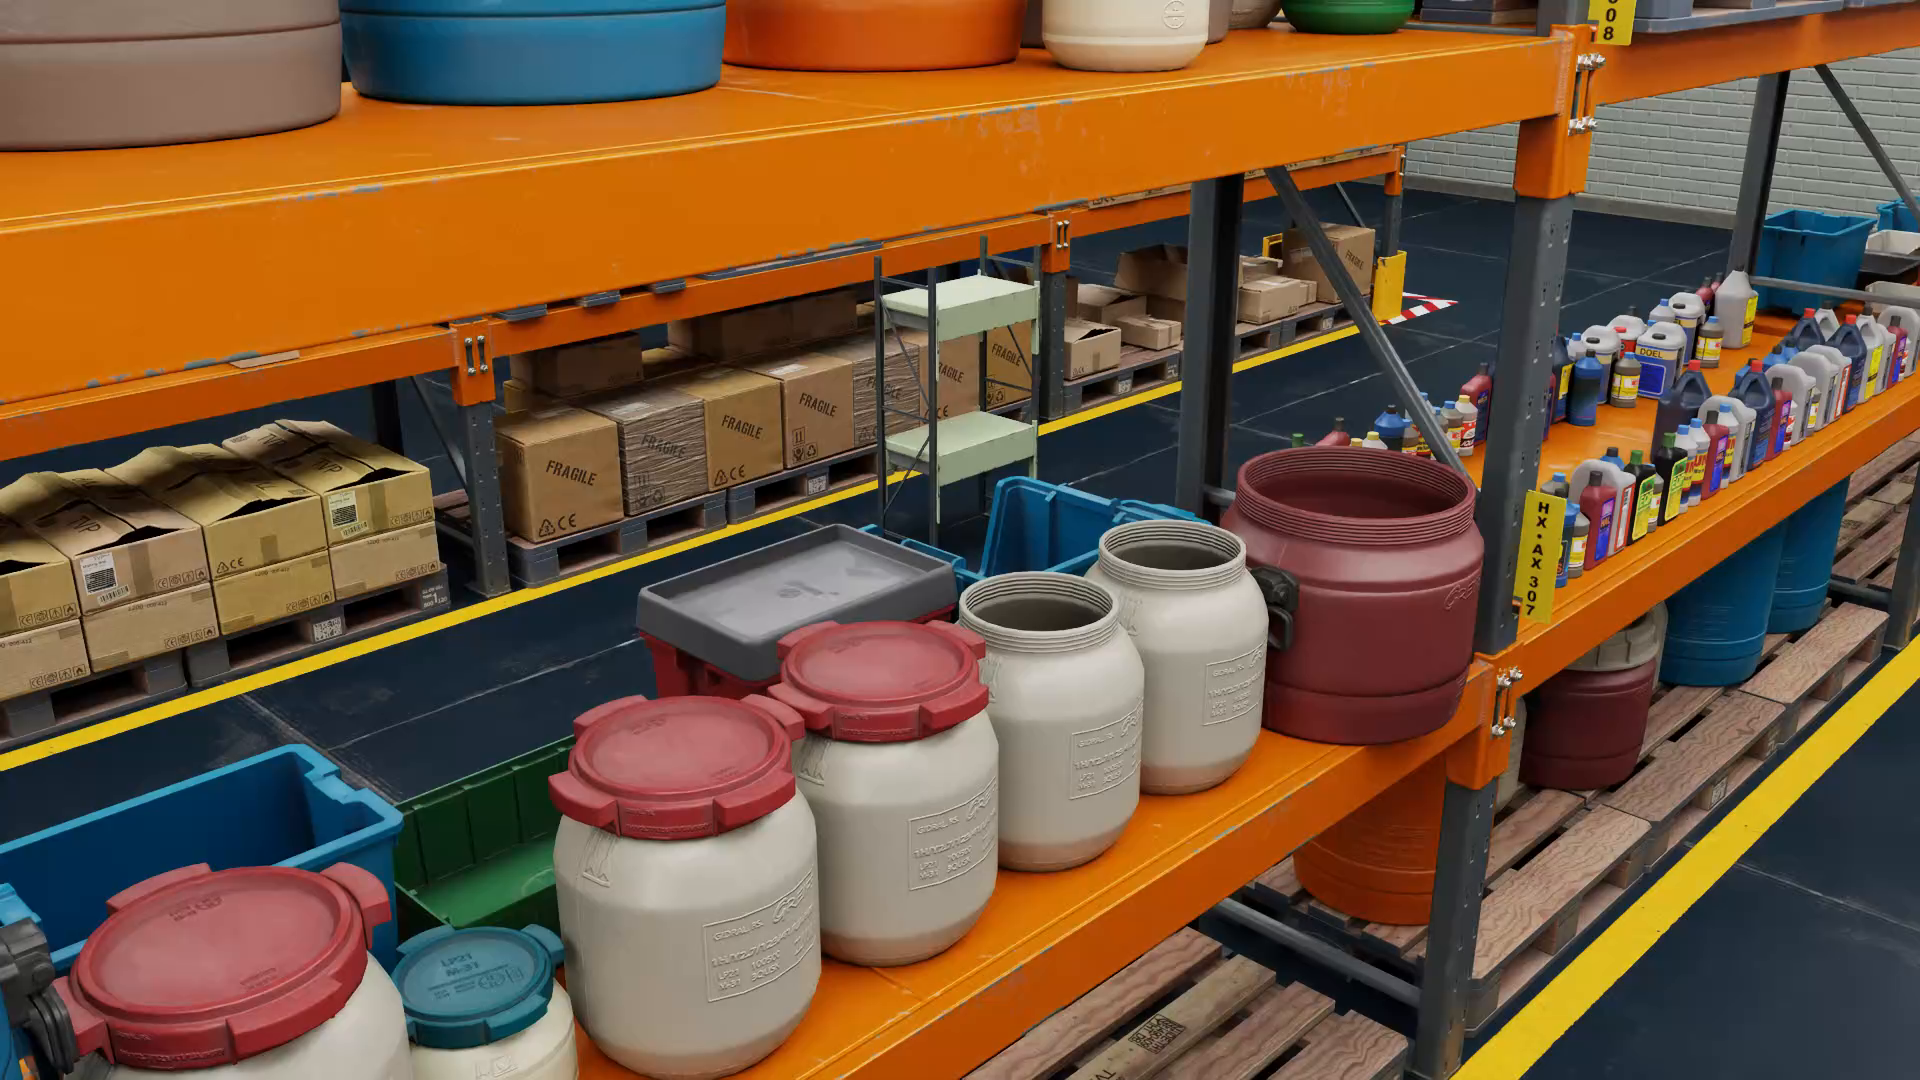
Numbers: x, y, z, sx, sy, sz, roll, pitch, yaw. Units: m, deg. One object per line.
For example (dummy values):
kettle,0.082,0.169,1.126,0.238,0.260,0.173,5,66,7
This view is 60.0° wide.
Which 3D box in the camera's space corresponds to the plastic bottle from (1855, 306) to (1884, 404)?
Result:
plastic bottle,3.395,-0.704,6.294,0.144,0.351,0.185,19,28,41

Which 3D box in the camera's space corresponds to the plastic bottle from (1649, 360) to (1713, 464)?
plastic bottle,2.423,-0.424,5.566,0.144,0.351,0.185,19,28,41

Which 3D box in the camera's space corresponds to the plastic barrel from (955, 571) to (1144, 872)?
plastic barrel,0.153,0.357,3.309,0.421,0.512,0.421,0,21,0

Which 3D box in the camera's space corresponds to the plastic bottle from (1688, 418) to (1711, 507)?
plastic bottle,2.290,-0.248,5.217,0.097,0.271,0.097,0,21,0

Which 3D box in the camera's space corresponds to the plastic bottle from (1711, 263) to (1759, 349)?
plastic bottle,3.296,-1.002,7.070,0.144,0.351,0.185,19,28,41

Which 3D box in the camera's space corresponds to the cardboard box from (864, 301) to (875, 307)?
cardboard box,-0.257,-1.261,10.545,0.500,0.500,0.500,18,27,38

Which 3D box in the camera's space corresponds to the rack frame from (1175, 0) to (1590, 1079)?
rack frame,1.011,-0.017,4.437,1.000,3.000,0.127,19,28,41

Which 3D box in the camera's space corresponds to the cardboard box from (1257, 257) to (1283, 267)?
cardboard box,2.507,-2.167,13.392,0.380,0.149,0.250,19,28,41

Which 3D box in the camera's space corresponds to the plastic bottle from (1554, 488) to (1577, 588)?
plastic bottle,1.645,-0.010,4.599,0.097,0.271,0.097,0,21,0

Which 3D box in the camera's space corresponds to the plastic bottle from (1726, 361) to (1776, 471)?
plastic bottle,2.626,-0.421,5.557,0.144,0.351,0.185,19,28,41

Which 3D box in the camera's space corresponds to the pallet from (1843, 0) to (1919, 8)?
pallet,2.536,-1.839,5.260,1.003,0.211,1.213,19,28,41

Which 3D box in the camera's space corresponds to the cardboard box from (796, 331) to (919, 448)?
cardboard box,-0.585,-0.872,9.533,0.500,0.500,0.500,20,29,41

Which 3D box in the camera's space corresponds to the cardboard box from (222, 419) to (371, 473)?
cardboard box,-3.111,-0.371,7.824,0.500,0.311,0.500,-19,28,-40

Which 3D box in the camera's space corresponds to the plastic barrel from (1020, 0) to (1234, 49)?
plastic barrel,0.283,-1.494,3.401,0.600,0.901,0.600,0,21,0

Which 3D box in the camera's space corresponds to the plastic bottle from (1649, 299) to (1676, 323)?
plastic bottle,2.850,-0.844,6.770,0.097,0.271,0.097,0,21,0

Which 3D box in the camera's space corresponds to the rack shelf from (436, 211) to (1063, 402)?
rack shelf,-1.140,-1.436,9.132,1.077,0.370,4.000,19,28,41

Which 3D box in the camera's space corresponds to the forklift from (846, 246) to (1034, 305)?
forklift,-0.770,-3.017,12.339,3.031,2.935,1.130,-14,25,-32

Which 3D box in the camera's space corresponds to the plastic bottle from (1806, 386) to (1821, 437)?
plastic bottle,2.996,-0.475,5.907,0.097,0.201,0.097,0,21,0

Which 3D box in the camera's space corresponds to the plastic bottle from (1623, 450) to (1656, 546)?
plastic bottle,1.993,-0.135,4.907,0.061,0.283,0.133,19,28,41

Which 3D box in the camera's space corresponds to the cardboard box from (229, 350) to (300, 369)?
cardboard box,-2.965,-0.840,6.929,0.380,0.149,0.250,19,28,41

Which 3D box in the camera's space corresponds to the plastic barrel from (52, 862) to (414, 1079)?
plastic barrel,-0.955,0.757,2.235,0.433,0.535,0.433,0,21,0

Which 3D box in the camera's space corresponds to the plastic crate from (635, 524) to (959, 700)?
plastic crate,-0.335,0.292,3.545,0.402,0.464,0.583,19,28,41

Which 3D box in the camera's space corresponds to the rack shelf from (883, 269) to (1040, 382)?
rack shelf,-0.005,-1.063,8.161,0.431,0.370,0.720,19,28,41

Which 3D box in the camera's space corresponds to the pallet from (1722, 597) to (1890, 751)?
pallet,3.233,0.444,7.124,1.003,0.211,1.213,19,28,41

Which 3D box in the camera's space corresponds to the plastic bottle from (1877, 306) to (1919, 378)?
plastic bottle,3.758,-0.805,6.661,0.152,0.276,0.135,19,28,41

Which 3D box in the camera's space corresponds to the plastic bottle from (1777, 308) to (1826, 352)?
plastic bottle,3.162,-0.692,6.264,0.144,0.351,0.185,19,28,41

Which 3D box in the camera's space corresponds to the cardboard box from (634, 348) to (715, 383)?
cardboard box,-1.690,-0.728,9.159,0.500,0.500,0.500,18,27,39

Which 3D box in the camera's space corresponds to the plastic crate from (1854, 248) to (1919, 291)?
plastic crate,4.390,-1.300,8.075,0.437,0.125,0.590,19,28,41

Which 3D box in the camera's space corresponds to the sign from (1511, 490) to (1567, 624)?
sign,1.410,0.043,4.055,0.100,0.325,0.005,19,28,41

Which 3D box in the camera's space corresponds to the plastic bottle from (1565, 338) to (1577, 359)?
plastic bottle,2.229,-0.616,6.175,0.097,0.271,0.097,0,21,0

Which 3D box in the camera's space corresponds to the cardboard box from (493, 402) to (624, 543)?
cardboard box,-2.013,-0.342,8.153,0.500,0.500,0.500,-19,28,-40

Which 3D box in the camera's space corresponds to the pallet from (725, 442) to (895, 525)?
pallet,-1.136,-0.450,9.452,1.003,0.211,1.213,19,28,41

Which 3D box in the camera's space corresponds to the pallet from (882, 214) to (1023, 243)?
pallet,-0.381,-2.018,9.912,1.003,0.211,1.213,19,28,41

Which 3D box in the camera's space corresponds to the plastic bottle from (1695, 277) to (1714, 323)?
plastic bottle,3.147,-0.969,7.077,0.061,0.283,0.133,19,28,41

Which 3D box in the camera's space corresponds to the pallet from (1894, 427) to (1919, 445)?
pallet,5.989,-0.569,9.762,1.003,0.211,1.213,19,28,41

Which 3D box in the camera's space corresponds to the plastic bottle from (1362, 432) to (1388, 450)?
plastic bottle,1.310,-0.244,5.306,0.097,0.201,0.097,0,21,0

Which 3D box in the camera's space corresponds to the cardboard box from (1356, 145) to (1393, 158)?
cardboard box,2.928,-3.177,12.521,0.500,0.500,0.500,-19,28,-40

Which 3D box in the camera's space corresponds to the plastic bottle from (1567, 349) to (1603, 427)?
plastic bottle,2.265,-0.555,6.016,0.097,0.271,0.097,0,21,0

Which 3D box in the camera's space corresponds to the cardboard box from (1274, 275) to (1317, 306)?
cardboard box,2.496,-1.914,12.709,0.380,0.166,0.250,19,28,41

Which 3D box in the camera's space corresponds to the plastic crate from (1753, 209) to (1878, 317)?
plastic crate,3.883,-1.271,7.639,0.392,0.384,0.575,19,28,41

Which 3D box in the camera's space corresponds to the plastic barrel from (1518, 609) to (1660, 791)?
plastic barrel,2.128,0.492,5.888,0.600,0.588,0.708,19,28,41

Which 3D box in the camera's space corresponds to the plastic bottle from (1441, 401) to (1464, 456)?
plastic bottle,1.650,-0.369,5.632,0.097,0.201,0.097,0,21,0

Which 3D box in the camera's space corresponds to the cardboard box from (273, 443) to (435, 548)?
cardboard box,-2.724,-0.236,7.472,0.500,0.311,0.500,-19,28,-41

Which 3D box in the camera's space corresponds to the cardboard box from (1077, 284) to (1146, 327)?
cardboard box,0.973,-1.646,11.811,0.500,0.311,0.500,19,28,41

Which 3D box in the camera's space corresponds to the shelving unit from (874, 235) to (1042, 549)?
shelving unit,-0.005,-0.698,8.301,0.431,1.500,0.755,19,28,41

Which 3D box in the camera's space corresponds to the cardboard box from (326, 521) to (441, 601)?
cardboard box,-2.728,0.026,7.573,0.500,0.250,0.500,-19,28,-41

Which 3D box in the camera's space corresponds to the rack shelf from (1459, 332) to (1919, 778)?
rack shelf,2.406,-0.195,5.904,1.077,0.370,4.000,19,28,41

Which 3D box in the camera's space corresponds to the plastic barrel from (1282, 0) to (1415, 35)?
plastic barrel,0.875,-1.268,3.729,0.294,0.245,0.294,0,21,0
